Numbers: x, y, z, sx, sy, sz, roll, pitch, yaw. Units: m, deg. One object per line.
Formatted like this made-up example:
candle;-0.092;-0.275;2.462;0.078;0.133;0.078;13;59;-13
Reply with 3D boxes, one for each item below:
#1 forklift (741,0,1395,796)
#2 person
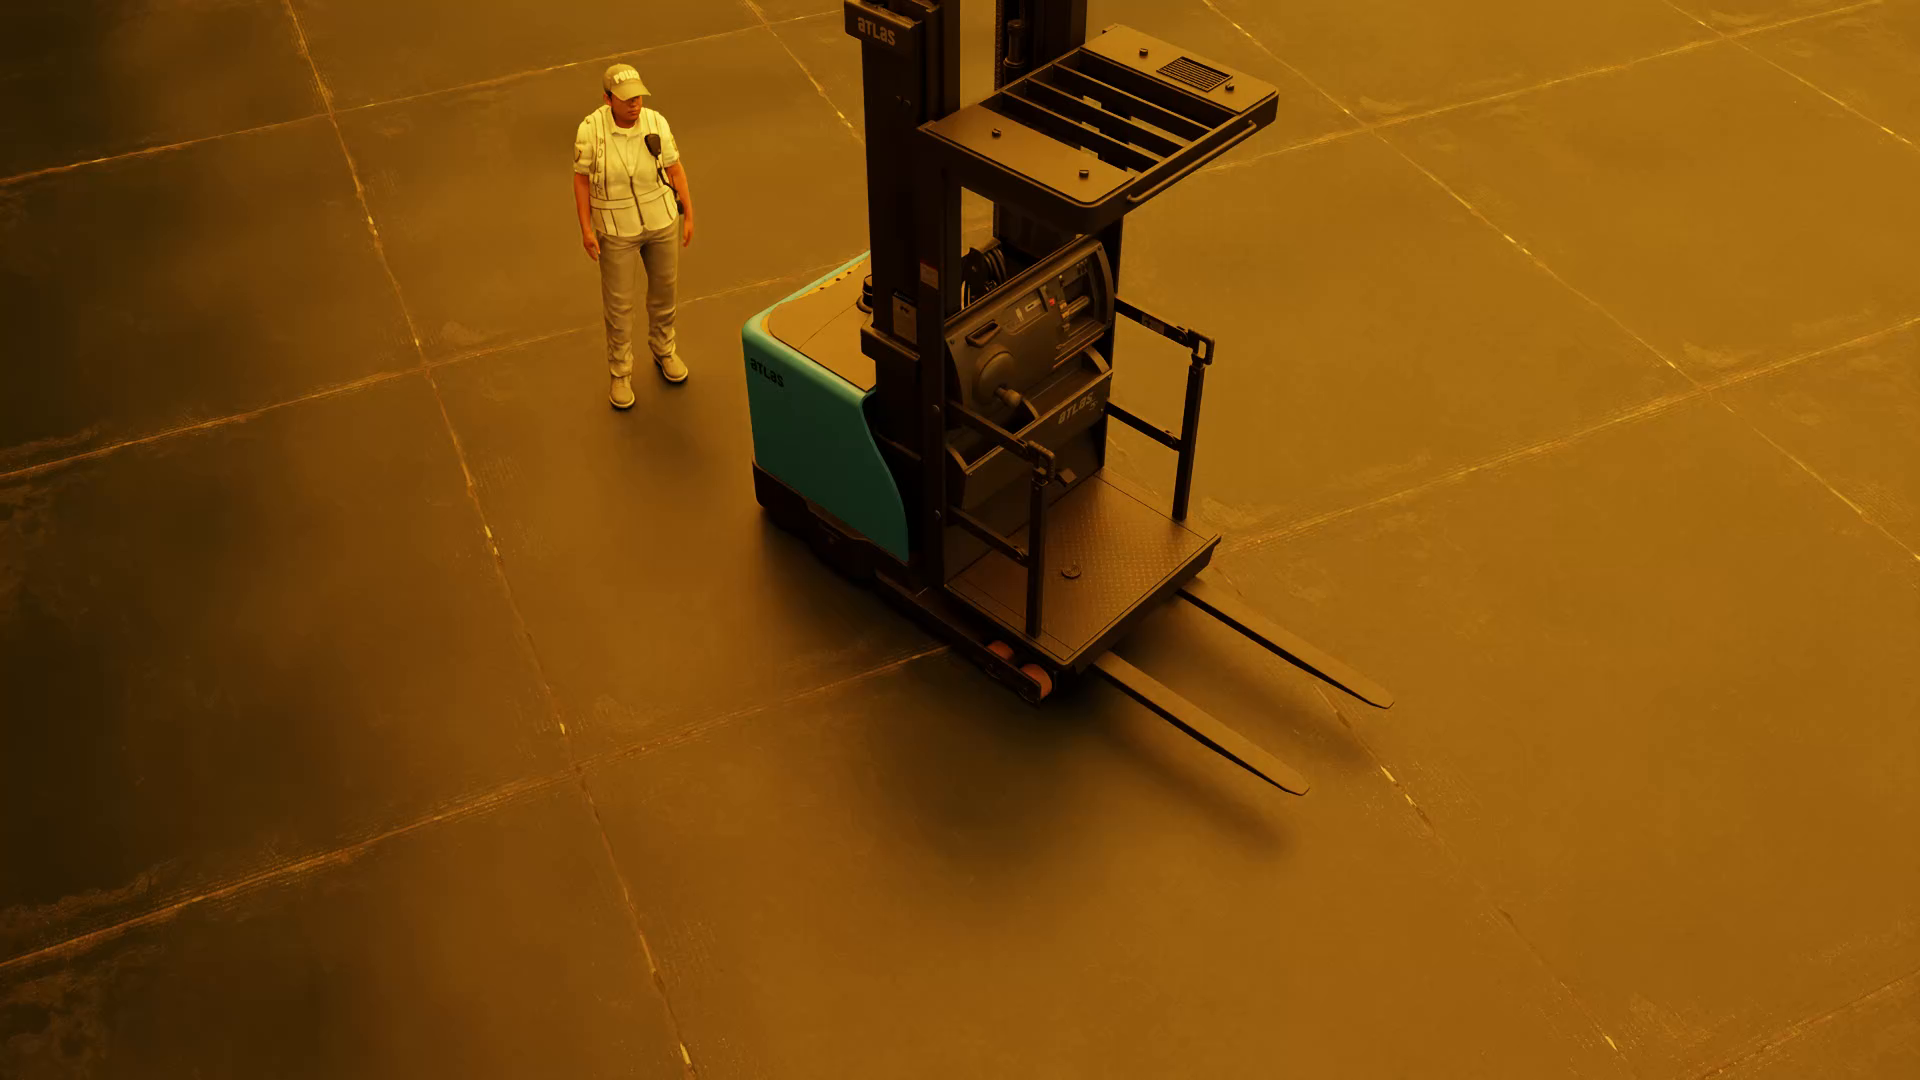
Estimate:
forklift;0.445;-0.788;6.525;3.031;2.935;1.130;32;52;30
person;-1.591;-1.508;8.210;0.599;1.670;0.528;-16;45;-16
